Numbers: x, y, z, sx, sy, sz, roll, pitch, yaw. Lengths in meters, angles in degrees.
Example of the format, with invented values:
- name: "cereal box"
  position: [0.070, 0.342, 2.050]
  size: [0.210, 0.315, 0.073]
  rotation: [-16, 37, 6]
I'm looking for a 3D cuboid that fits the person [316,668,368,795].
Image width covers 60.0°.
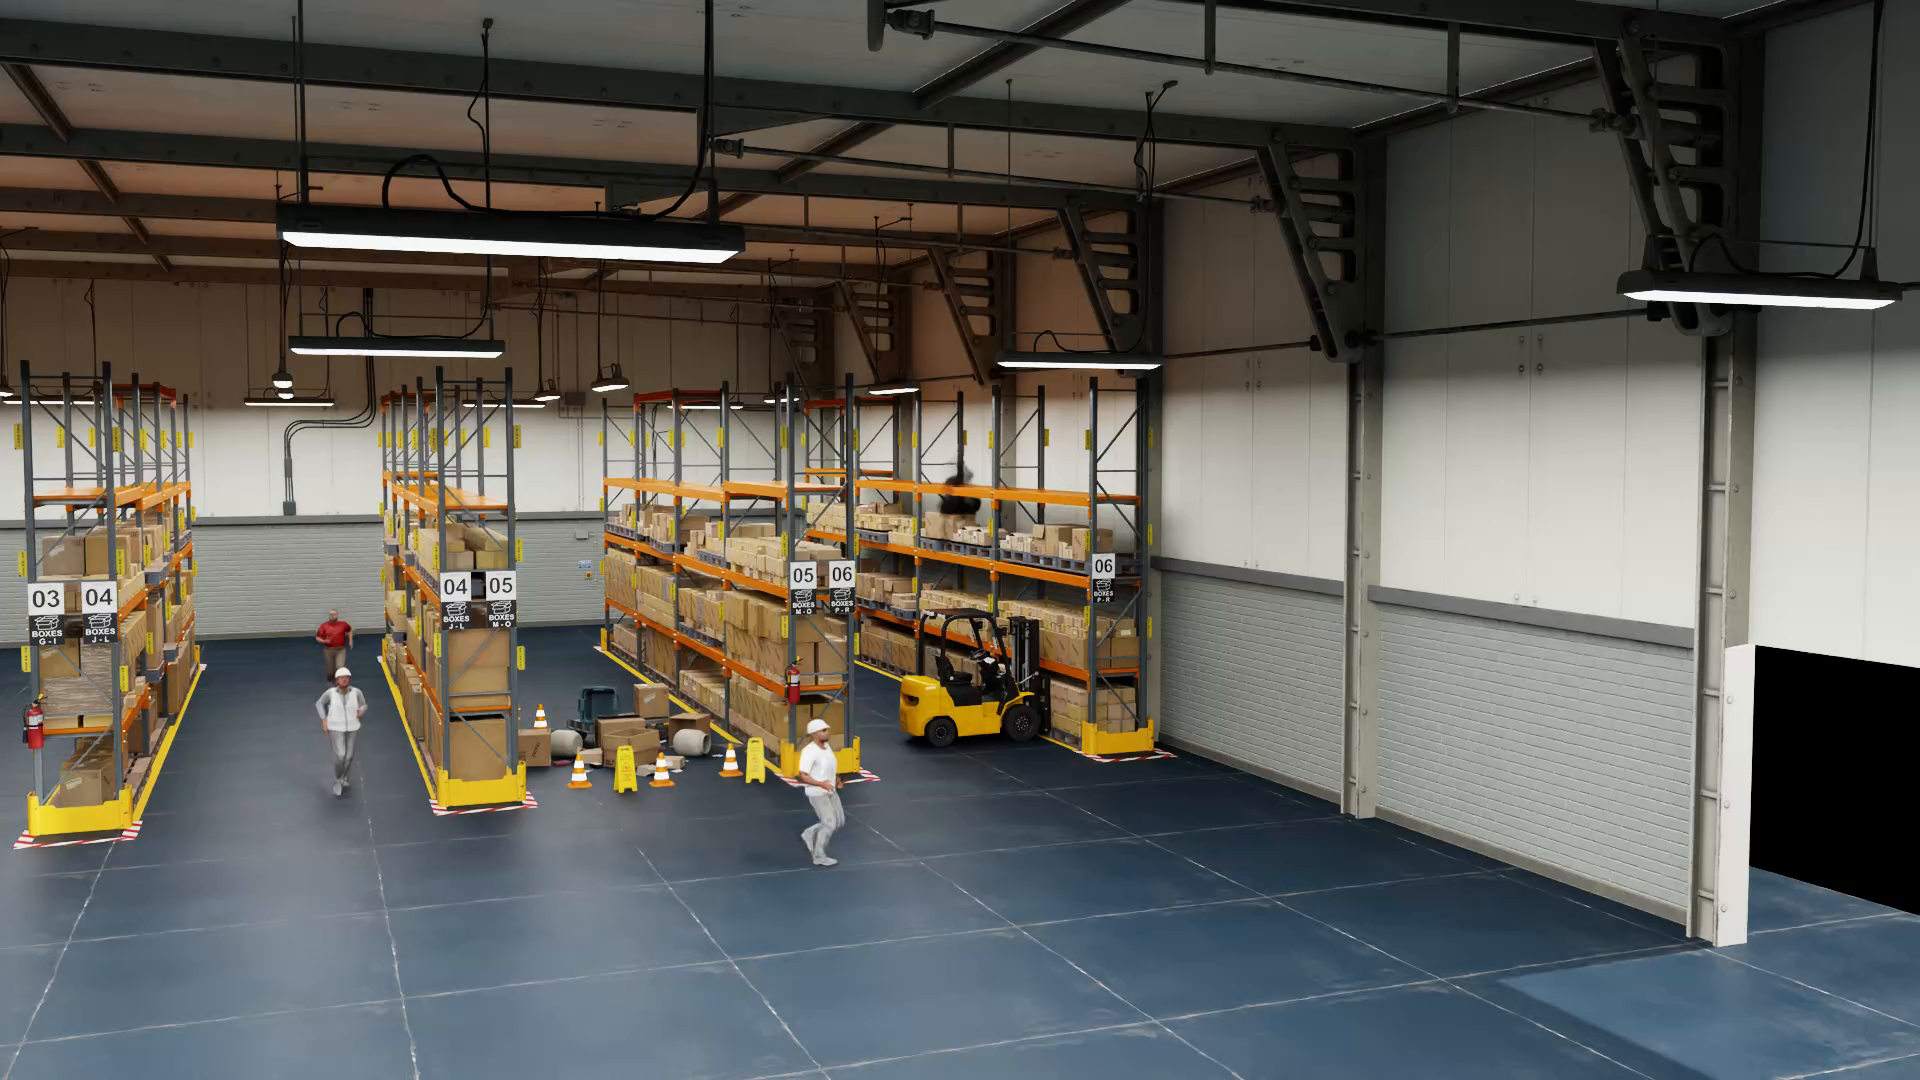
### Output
- name: "person"
  position: [-8.739, 2.712, 23.617]
  size: [0.647, 1.813, 0.746]
  rotation: [-2, 4, -35]

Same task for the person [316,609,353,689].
- name: "person"
  position: [-12.108, 2.178, 32.227]
  size: [0.677, 1.667, 1.100]
  rotation: [-1, 4, -21]

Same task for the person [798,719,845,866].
- name: "person"
  position: [-1.633, 2.963, 19.573]
  size: [0.603, 1.718, 0.696]
  rotation: [1, 4, 22]
